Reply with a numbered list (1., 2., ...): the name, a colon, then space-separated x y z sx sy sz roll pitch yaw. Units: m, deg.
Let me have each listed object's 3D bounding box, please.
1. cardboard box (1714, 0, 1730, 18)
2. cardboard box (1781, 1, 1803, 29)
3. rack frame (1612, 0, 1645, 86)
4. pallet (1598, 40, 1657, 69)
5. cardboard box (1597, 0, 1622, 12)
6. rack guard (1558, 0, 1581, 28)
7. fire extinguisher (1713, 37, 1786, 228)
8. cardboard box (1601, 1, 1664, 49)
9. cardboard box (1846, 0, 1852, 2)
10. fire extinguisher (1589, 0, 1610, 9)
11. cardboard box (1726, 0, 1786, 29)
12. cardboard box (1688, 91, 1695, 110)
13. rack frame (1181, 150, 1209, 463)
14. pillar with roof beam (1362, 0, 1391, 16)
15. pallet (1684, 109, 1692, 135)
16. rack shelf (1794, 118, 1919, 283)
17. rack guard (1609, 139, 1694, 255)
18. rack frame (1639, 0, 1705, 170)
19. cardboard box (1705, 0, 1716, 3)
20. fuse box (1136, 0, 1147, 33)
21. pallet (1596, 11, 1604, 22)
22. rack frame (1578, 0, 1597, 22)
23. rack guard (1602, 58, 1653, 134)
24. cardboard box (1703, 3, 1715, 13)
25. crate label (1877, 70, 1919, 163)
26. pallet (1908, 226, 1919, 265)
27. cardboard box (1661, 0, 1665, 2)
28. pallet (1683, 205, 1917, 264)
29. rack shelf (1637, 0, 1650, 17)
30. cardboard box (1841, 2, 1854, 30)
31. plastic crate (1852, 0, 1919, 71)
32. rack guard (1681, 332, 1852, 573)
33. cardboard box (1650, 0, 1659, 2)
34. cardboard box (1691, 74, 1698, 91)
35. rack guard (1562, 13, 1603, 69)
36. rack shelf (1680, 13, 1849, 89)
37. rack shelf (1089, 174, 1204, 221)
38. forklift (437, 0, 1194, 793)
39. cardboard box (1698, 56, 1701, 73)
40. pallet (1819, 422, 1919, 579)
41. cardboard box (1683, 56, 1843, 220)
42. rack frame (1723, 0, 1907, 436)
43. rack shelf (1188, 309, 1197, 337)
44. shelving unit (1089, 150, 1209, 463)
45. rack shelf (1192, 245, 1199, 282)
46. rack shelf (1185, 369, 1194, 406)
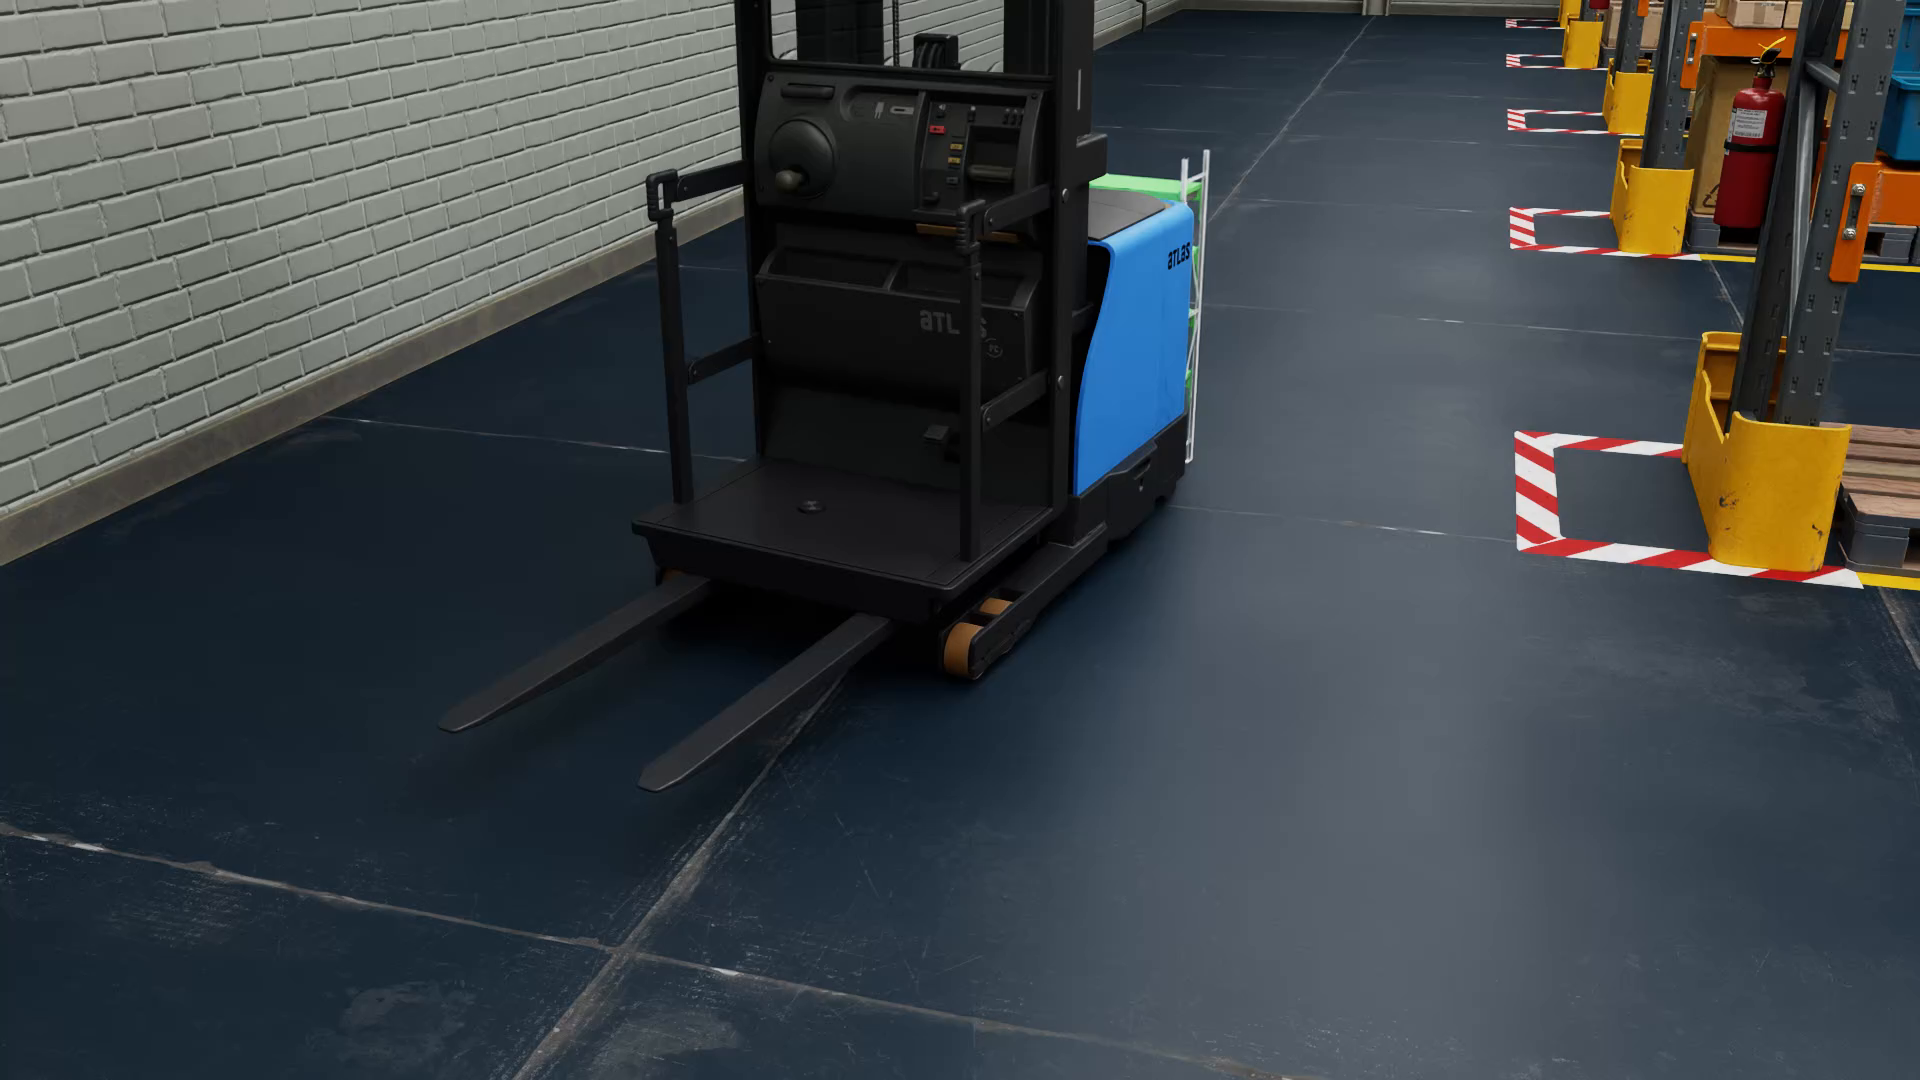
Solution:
1. cardboard box: 4.751 -3.269 10.118 0.250 0.149 0.380 7 23 17
2. cardboard box: 4.806 -3.002 9.467 0.250 0.149 0.380 6 23 15
3. rack frame: 5.845 -5.095 14.240 0.127 3.000 1.000 7 23 16
4. pallet: 7.966 -5.556 19.036 1.213 0.211 1.003 7 23 16
5. cardboard box: 9.166 -7.647 23.195 0.637 0.503 0.797 6 23 13
6. rack guard: 8.681 -7.544 23.503 0.348 0.500 1.175 7 23 16
7. fire extinguisher: 2.871 -1.478 6.015 0.183 0.674 0.296 7 23 16
8. cardboard box: 7.839 -5.878 18.970 0.875 0.438 0.875 6 23 14
9. cardboard box: 5.196 -3.167 9.345 0.500 0.250 0.500 6 23 15
10. fire extinguisher: 5.737 -5.082 14.801 0.183 0.674 0.296 7 23 16
11. cardboard box: 4.560 -3.029 9.534 0.250 0.149 0.380 7 23 16
12. cardboard box: 6.254 -3.797 14.277 0.250 0.149 0.380 7 23 17
13. rack frame: 0.851 -0.832 6.217 0.015 1.200 0.240 12 25 26
14. pillar with roof beam: 5.043 -10.543 19.616 0.400 9.000 9.100 7 23 16
15. pallet: 6.685 -3.695 14.500 1.213 0.211 1.003 7 23 16
16. rack shelf: 4.799 -0.953 5.088 4.000 0.370 1.077 7 23 16
17. rack guard: 4.292 -2.151 10.354 0.348 0.500 1.175 7 23 16
18. rack frame: 4.315 -3.304 9.873 0.127 3.000 1.000 7 23 16
19. cardboard box: 10.451 -7.443 22.703 0.500 0.500 0.500 7 23 17
20. fuse box: 2.519 -7.666 22.204 0.414 1.711 0.539 7 23 16
21. pallet: 9.444 -7.323 23.345 1.213 0.211 1.003 7 23 16
22. rack frame: 7.178 -6.905 18.651 0.127 3.000 1.000 7 23 16
23. rack guard: 5.917 -3.931 14.694 0.348 0.500 1.175 7 23 16
24. cardboard box: 8.717 -5.781 18.733 0.875 0.438 0.875 7 23 17
25. crate label: 3.026 -1.309 5.149 0.303 0.233 0.416 7 23 16
26. pallet: 6.267 -1.821 9.930 1.213 0.211 1.003 7 23 16
27. cardboard box: 9.973 -7.537 22.933 0.500 0.500 0.700 8 23 18
28. pallet: 5.103 -1.955 10.258 1.213 0.211 1.003 7 23 16
29. rack shelf: 7.759 -4.543 13.842 4.000 0.370 1.077 7 23 16
30. cardboard box: 5.051 -2.974 9.398 0.250 0.149 0.380 6 23 14
31. plastic crate: 3.259 -1.580 5.544 0.499 0.435 0.616 7 23 16
32. rack guard: 2.858 -0.346 5.956 0.348 0.500 1.175 7 23 16
33. cardboard box: 9.562 -7.422 23.115 0.250 0.149 0.380 6 23 13
34. cardboard box: 6.272 -3.958 14.277 0.250 0.149 0.380 8 23 18
35. rack guard: 7.155 -5.751 19.132 0.348 0.500 1.175 7 23 16
36. rack shelf: 6.230 -2.752 9.475 4.000 0.370 1.077 7 23 16
37. rack shelf: 0.635 -1.261 6.165 0.480 0.148 0.258 12 25 26
38. forklift: -0.289 -1.145 4.699 1.130 2.935 3.031 11 25 25
39. cardboard box: 6.248 -4.065 14.147 0.250 0.149 0.380 5 23 13
40. pallet: 3.663 -0.110 5.761 1.213 0.211 1.003 7 23 16
41. cardboard box: 4.951 -2.475 10.097 0.875 0.875 0.875 7 23 16
42. rack frame: 2.884 -1.505 5.486 0.127 3.000 1.000 7 23 16
43. rack shelf: 0.636 -0.817 6.348 0.480 0.148 0.258 12 25 26
44. shelving unit: 0.636 -0.876 6.324 0.503 1.200 0.258 12 25 26
45. rack shelf: 0.636 -1.039 6.257 0.480 0.148 0.258 12 25 26
46. rack shelf: 0.636 -0.595 6.440 0.480 0.148 0.258 12 25 26
